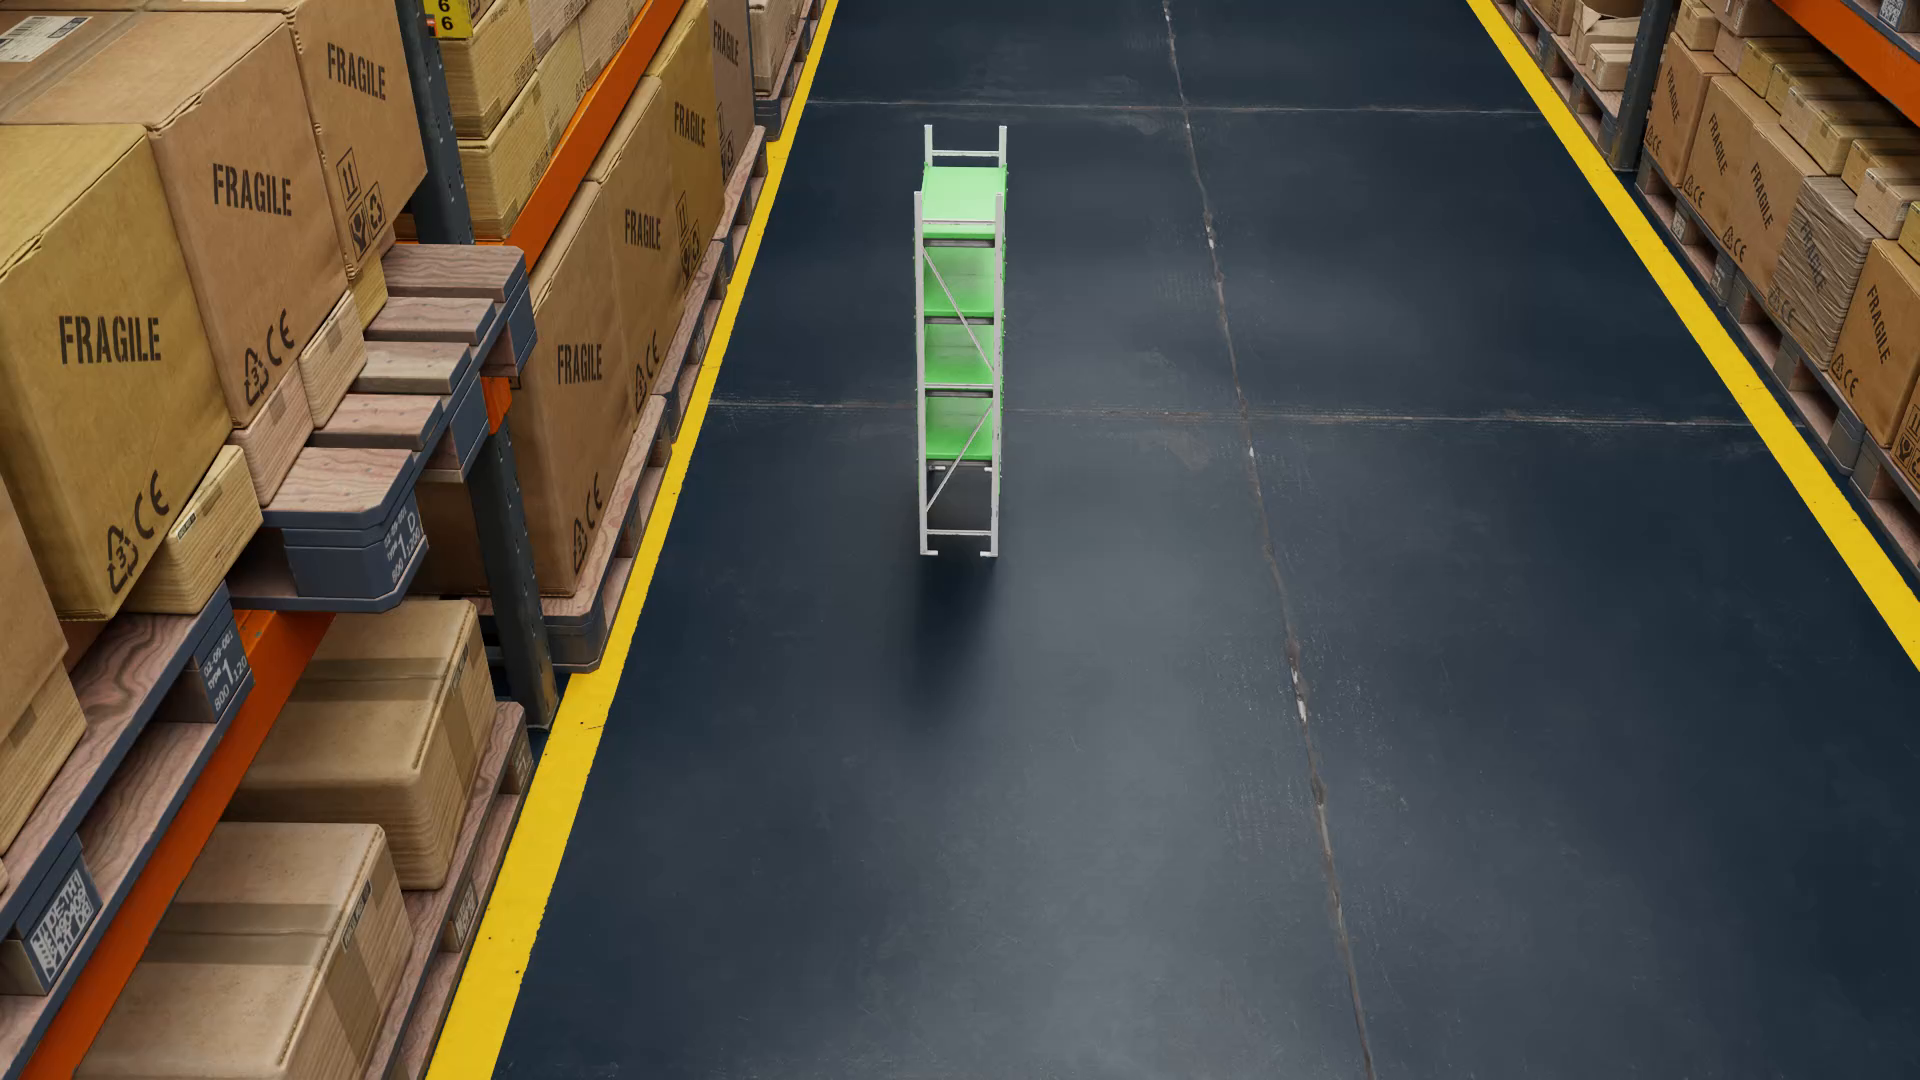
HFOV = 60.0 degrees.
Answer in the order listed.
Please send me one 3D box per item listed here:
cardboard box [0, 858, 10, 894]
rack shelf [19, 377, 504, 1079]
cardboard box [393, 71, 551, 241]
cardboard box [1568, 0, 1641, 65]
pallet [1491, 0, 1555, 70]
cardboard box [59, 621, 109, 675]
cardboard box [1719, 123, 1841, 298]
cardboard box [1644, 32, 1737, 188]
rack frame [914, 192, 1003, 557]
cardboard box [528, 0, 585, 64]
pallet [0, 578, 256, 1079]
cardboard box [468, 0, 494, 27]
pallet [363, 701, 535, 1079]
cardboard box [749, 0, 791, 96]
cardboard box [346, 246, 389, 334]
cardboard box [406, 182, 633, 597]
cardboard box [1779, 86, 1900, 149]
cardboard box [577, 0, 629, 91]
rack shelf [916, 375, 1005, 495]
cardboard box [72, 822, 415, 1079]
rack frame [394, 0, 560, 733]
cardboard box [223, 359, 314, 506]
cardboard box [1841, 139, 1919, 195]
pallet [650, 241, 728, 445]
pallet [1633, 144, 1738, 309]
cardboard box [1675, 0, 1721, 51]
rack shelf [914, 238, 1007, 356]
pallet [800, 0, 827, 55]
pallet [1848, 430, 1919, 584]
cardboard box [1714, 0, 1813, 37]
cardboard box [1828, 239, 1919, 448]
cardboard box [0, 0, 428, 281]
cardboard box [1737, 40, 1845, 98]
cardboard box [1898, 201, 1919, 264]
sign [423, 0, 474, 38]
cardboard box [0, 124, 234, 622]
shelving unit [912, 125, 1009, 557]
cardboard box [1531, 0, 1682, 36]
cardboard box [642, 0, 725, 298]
[{"bbox_3d":[-1.354,0.418,1.900,0.380,0.149,0.250,3,35,4],"label":"cardboard box"},{"bbox_3d":[-1.692,0.690,2.285,1.077,0.370,4.000,1,35,2],"label":"rack shelf"},{"bbox_3d":[-1.340,-0.967,4.148,0.500,0.250,0.500,1,35,1],"label":"cardboard box"},{"bbox_3d":[3.253,-2.524,8.245,0.396,0.266,0.258,3,35,4],"label":"cardboard box"},{"bbox_3d":[3.584,-2.895,9.186,1.003,0.211,1.213,1,35,2],"label":"pallet"},{"bbox_3d":[-1.444,0.117,2.327,0.380,0.149,0.250,2,35,2],"label":"cardboard box"},{"bbox_3d":[3.229,-1.222,6.189,0.500,0.500,0.500,0,35,0],"label":"cardboard box"},{"bbox_3d":[3.265,-1.815,7.033,0.500,0.500,0.500,3,35,4],"label":"cardboard box"},{"bbox_3d":[-0.003,-0.446,4.841,0.240,1.200,0.015,1,35,2],"label":"rack frame"},{"bbox_3d":[-1.322,-1.479,4.441,0.500,0.250,0.500,2,35,3],"label":"cardboard box"},{"bbox_3d":[-1.650,0.464,2.148,1.003,0.211,1.213,1,35,2],"label":"pallet"},{"bbox_3d":[-1.347,-1.481,3.792,0.500,0.500,0.500,0,35,0],"label":"cardboard box"},{"bbox_3d":[-1.644,0.837,3.876,1.003,0.211,1.213,1,35,2],"label":"pallet"},{"bbox_3d":[-1.318,-2.533,8.109,0.875,0.438,0.875,1,35,1],"label":"cardboard box"},{"bbox_3d":[-1.328,-0.473,3.167,0.380,0.149,0.250,2,35,3],"label":"cardboard box"},{"bbox_3d":[-1.500,-0.451,4.765,0.875,0.875,0.875,1,35,1],"label":"cardboard box"},{"bbox_3d":[3.251,-1.544,6.083,0.380,0.149,0.250,1,35,2],"label":"cardboard box"},{"bbox_3d":[-1.310,-1.564,4.997,0.500,0.250,0.500,2,35,3],"label":"cardboard box"},{"bbox_3d":[0.007,-0.337,5.215,0.258,0.148,0.480,1,35,2],"label":"rack shelf"},{"bbox_3d":[-1.665,0.899,3.283,0.950,0.372,0.625,1,35,1],"label":"cardboard box"},{"bbox_3d":[-1.611,-0.753,3.713,1.000,3.000,0.127,1,35,2],"label":"rack frame"},{"bbox_3d":[-1.311,-0.182,2.754,0.380,0.149,0.250,0,35,0],"label":"cardboard box"},{"bbox_3d":[3.257,-1.246,5.659,0.380,0.149,0.250,1,35,2],"label":"cardboard box"},{"bbox_3d":[-1.452,-0.763,6.151,1.003,0.211,1.213,1,35,2],"label":"pallet"},{"bbox_3d":[3.514,-1.330,6.958,1.003,0.211,1.213,1,35,2],"label":"pallet"},{"bbox_3d":[3.229,-2.153,6.950,0.380,0.149,0.250,3,35,4],"label":"cardboard box"},{"bbox_3d":[0.007,-0.730,4.939,0.258,0.148,0.480,1,35,2],"label":"rack shelf"},{"bbox_3d":[-1.296,-3.048,9.404,1.003,0.211,1.213,1,35,2],"label":"pallet"},{"bbox_3d":[3.416,0.072,4.964,1.003,0.211,1.213,1,35,2],"label":"pallet"},{"bbox_3d":[3.266,-2.125,6.650,0.380,0.149,0.250,0,35,0],"label":"cardboard box"},{"bbox_3d":[3.200,-0.626,5.340,0.500,0.500,0.500,3,35,4],"label":"cardboard box"},{"bbox_3d":[-1.352,-0.820,3.097,0.500,0.500,0.500,0,35,1],"label":"cardboard box"},{"bbox_3d":[3.296,-1.845,6.511,0.380,0.149,0.250,0,35,-1],"label":"cardboard box"},{"bbox_3d":[3.215,-0.946,5.233,0.380,0.149,0.250,1,35,1],"label":"cardboard box"},{"bbox_3d":[-1.069,-1.187,3.393,0.100,0.325,0.005,1,35,2],"label":"sign"},{"bbox_3d":[-1.381,-0.233,2.261,0.500,0.500,0.500,-1,35,-1],"label":"cardboard box"},{"bbox_3d":[0.007,-0.586,5.040,0.258,1.200,0.503,1,35,2],"label":"shelving unit"},{"bbox_3d":[3.436,-2.950,8.648,0.700,0.500,0.500,0,35,0],"label":"cardboard box"},{"bbox_3d":[-1.424,-1.477,6.225,0.875,0.875,0.875,2,35,3],"label":"cardboard box"}]
